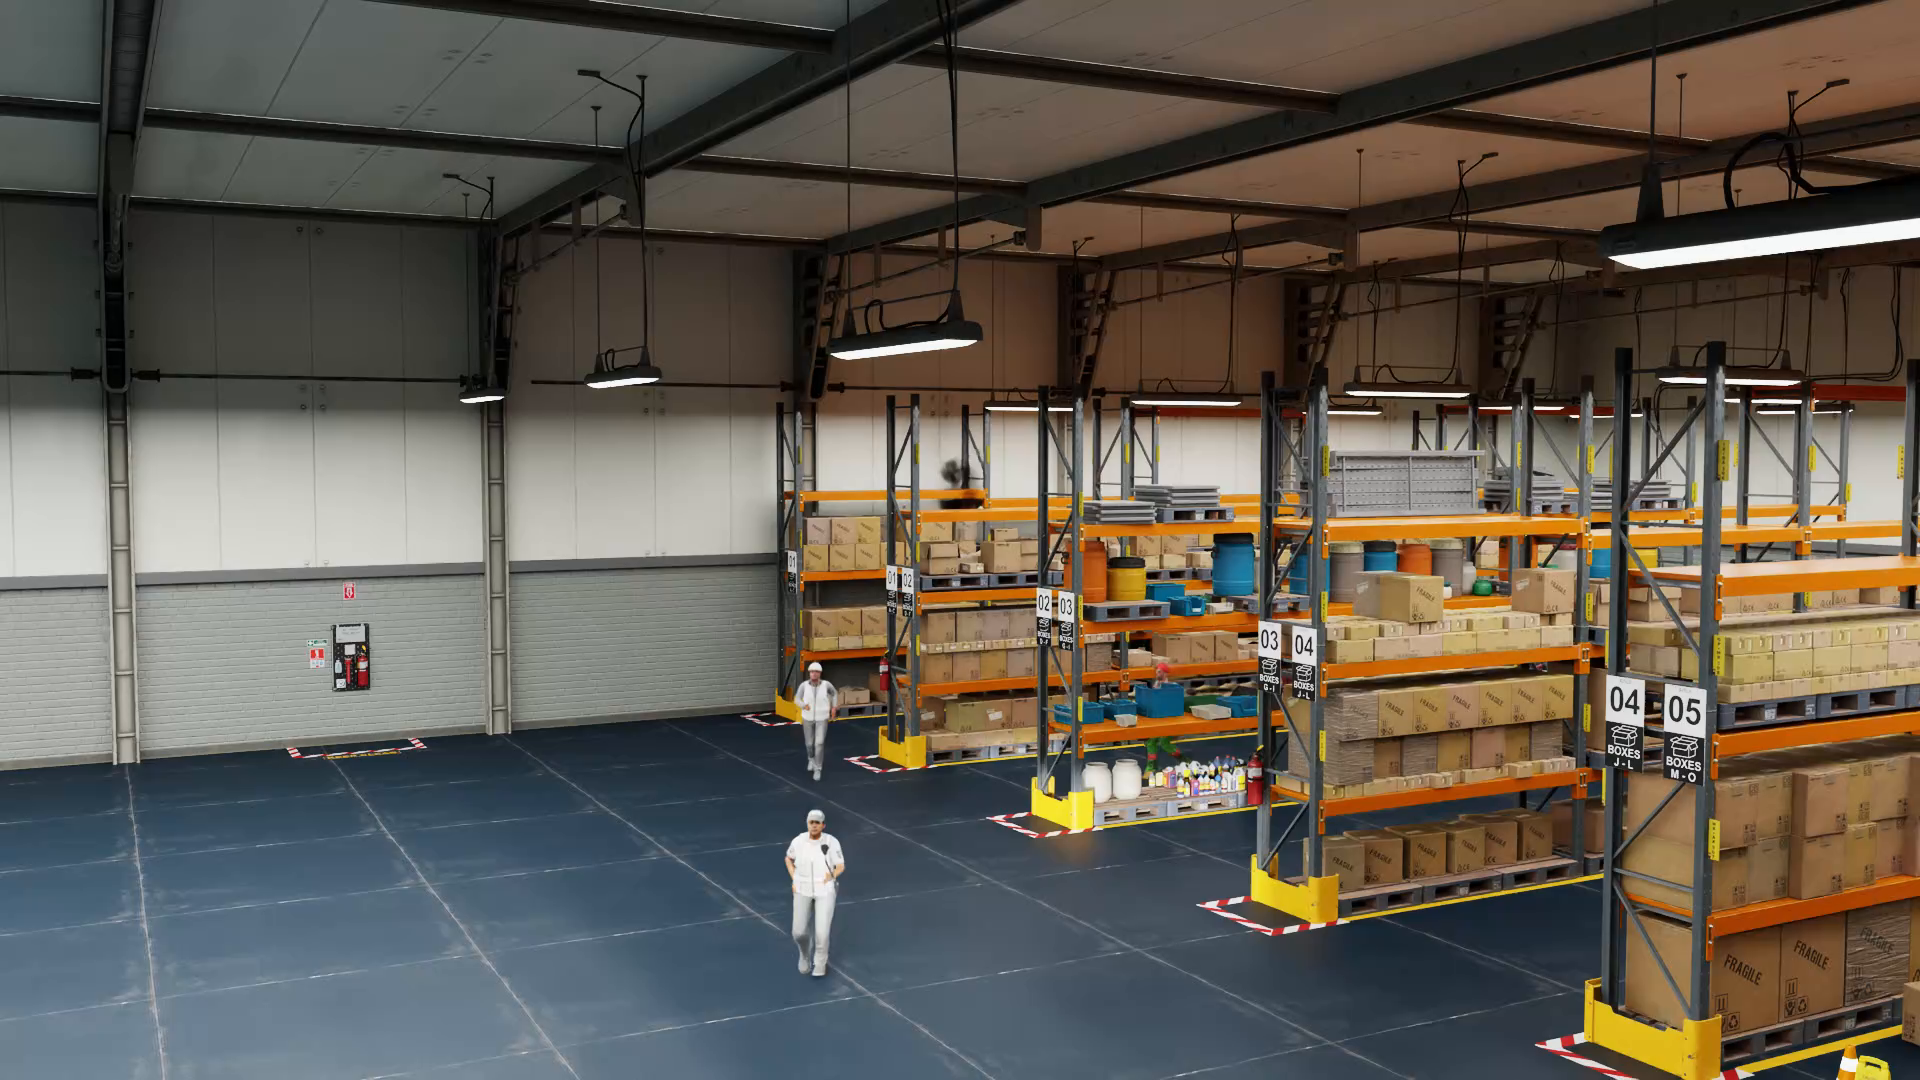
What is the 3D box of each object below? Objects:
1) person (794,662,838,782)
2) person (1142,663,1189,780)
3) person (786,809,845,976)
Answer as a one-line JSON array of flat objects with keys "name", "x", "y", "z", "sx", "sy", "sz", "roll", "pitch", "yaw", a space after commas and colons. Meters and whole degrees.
[{"name": "person", "x": -2.252, "y": 2.803, "z": 26.005, "sx": 0.674, "sy": 1.802, "sz": 0.853, "roll": 0, "pitch": 3, "yaw": 1}, {"name": "person", "x": 3.153, "y": 2.799, "z": 25.843, "sx": 0.862, "sy": 1.796, "sz": 0.651, "roll": -2, "pitch": 4, "yaw": -28}, {"name": "person", "x": -1.417, "y": 3.430, "z": 16.086, "sx": 0.593, "sy": 1.626, "sz": 0.557, "roll": 0, "pitch": 3, "yaw": 1}]
